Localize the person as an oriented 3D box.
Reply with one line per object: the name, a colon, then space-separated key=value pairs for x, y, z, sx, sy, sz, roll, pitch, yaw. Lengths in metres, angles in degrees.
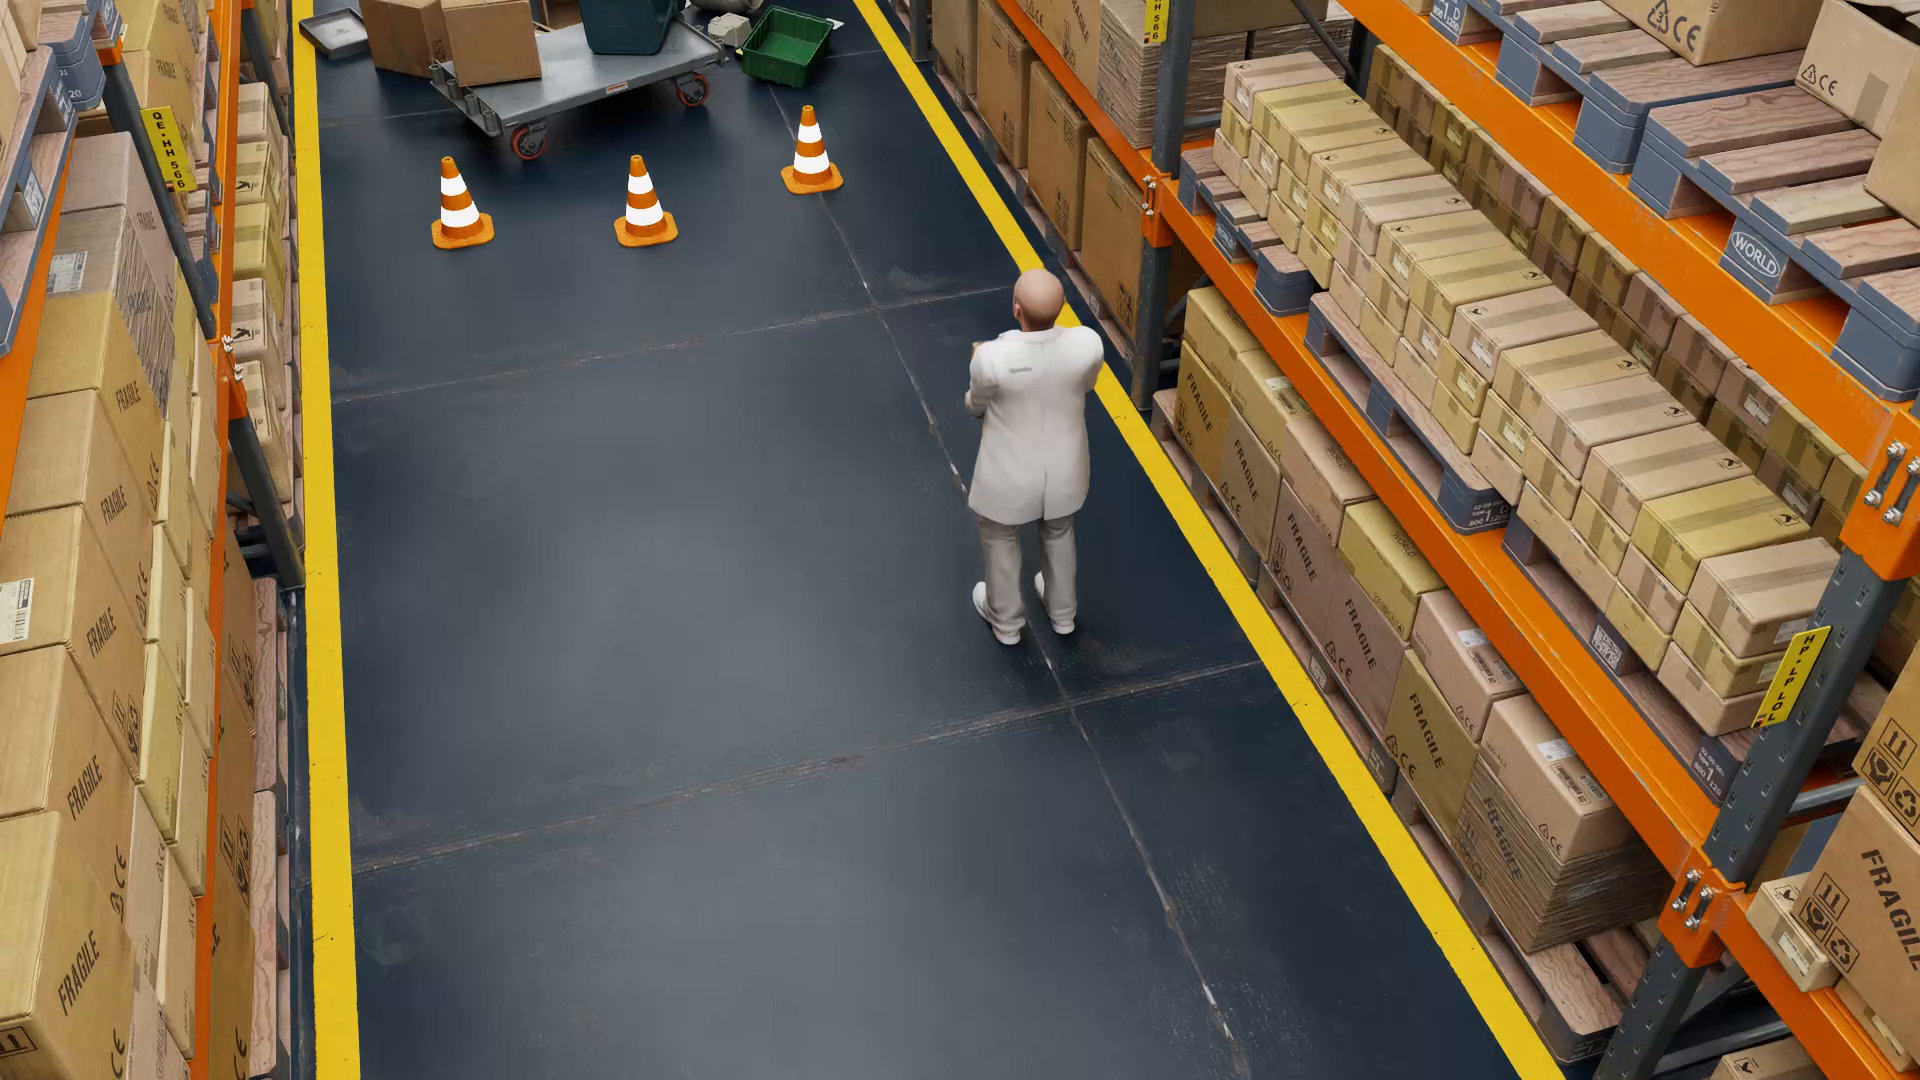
person: x=0.251 y=-0.389 z=6.612 sx=0.528 sy=1.775 sz=0.548 roll=-11 pitch=43 yaw=-12
